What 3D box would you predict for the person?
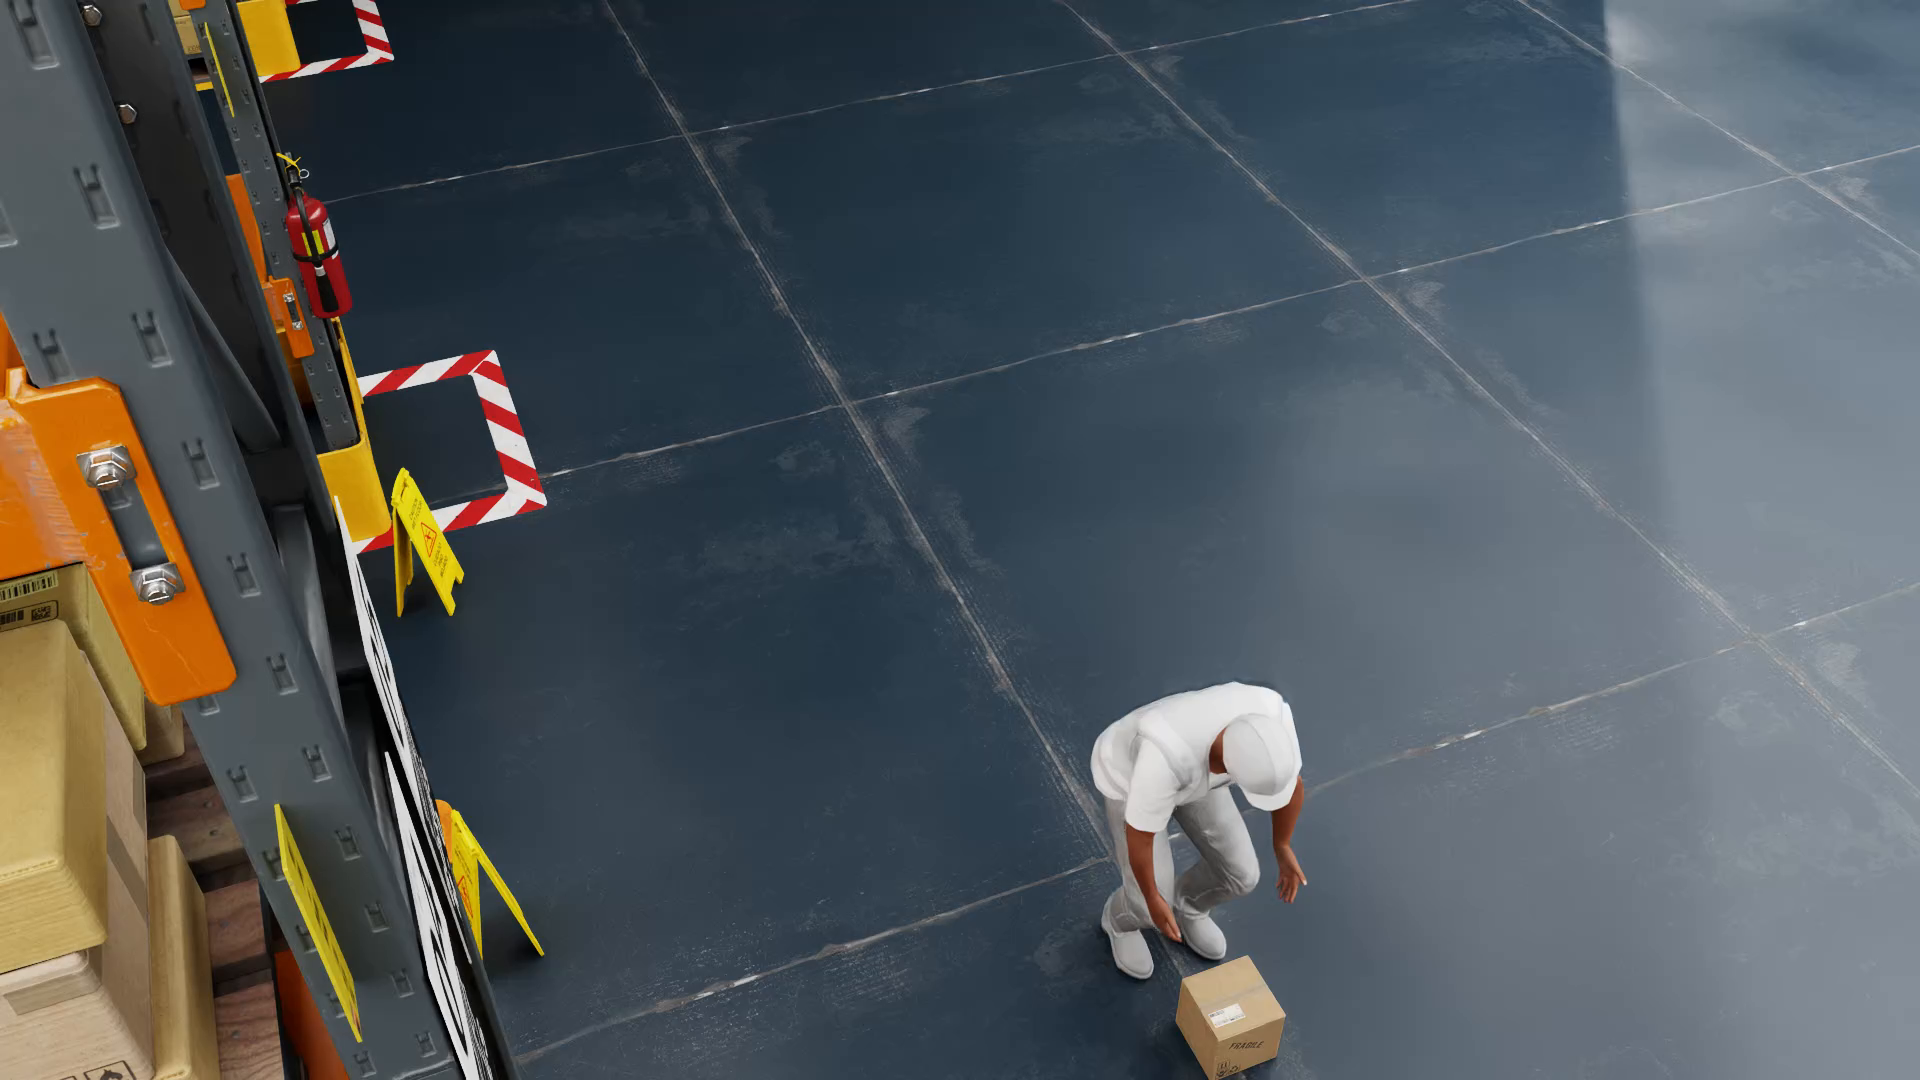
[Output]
[{"bbox_3d":[0.769,0.897,5.403,0.631,1.403,0.763,-15,44,-16],"label":"person"}]
